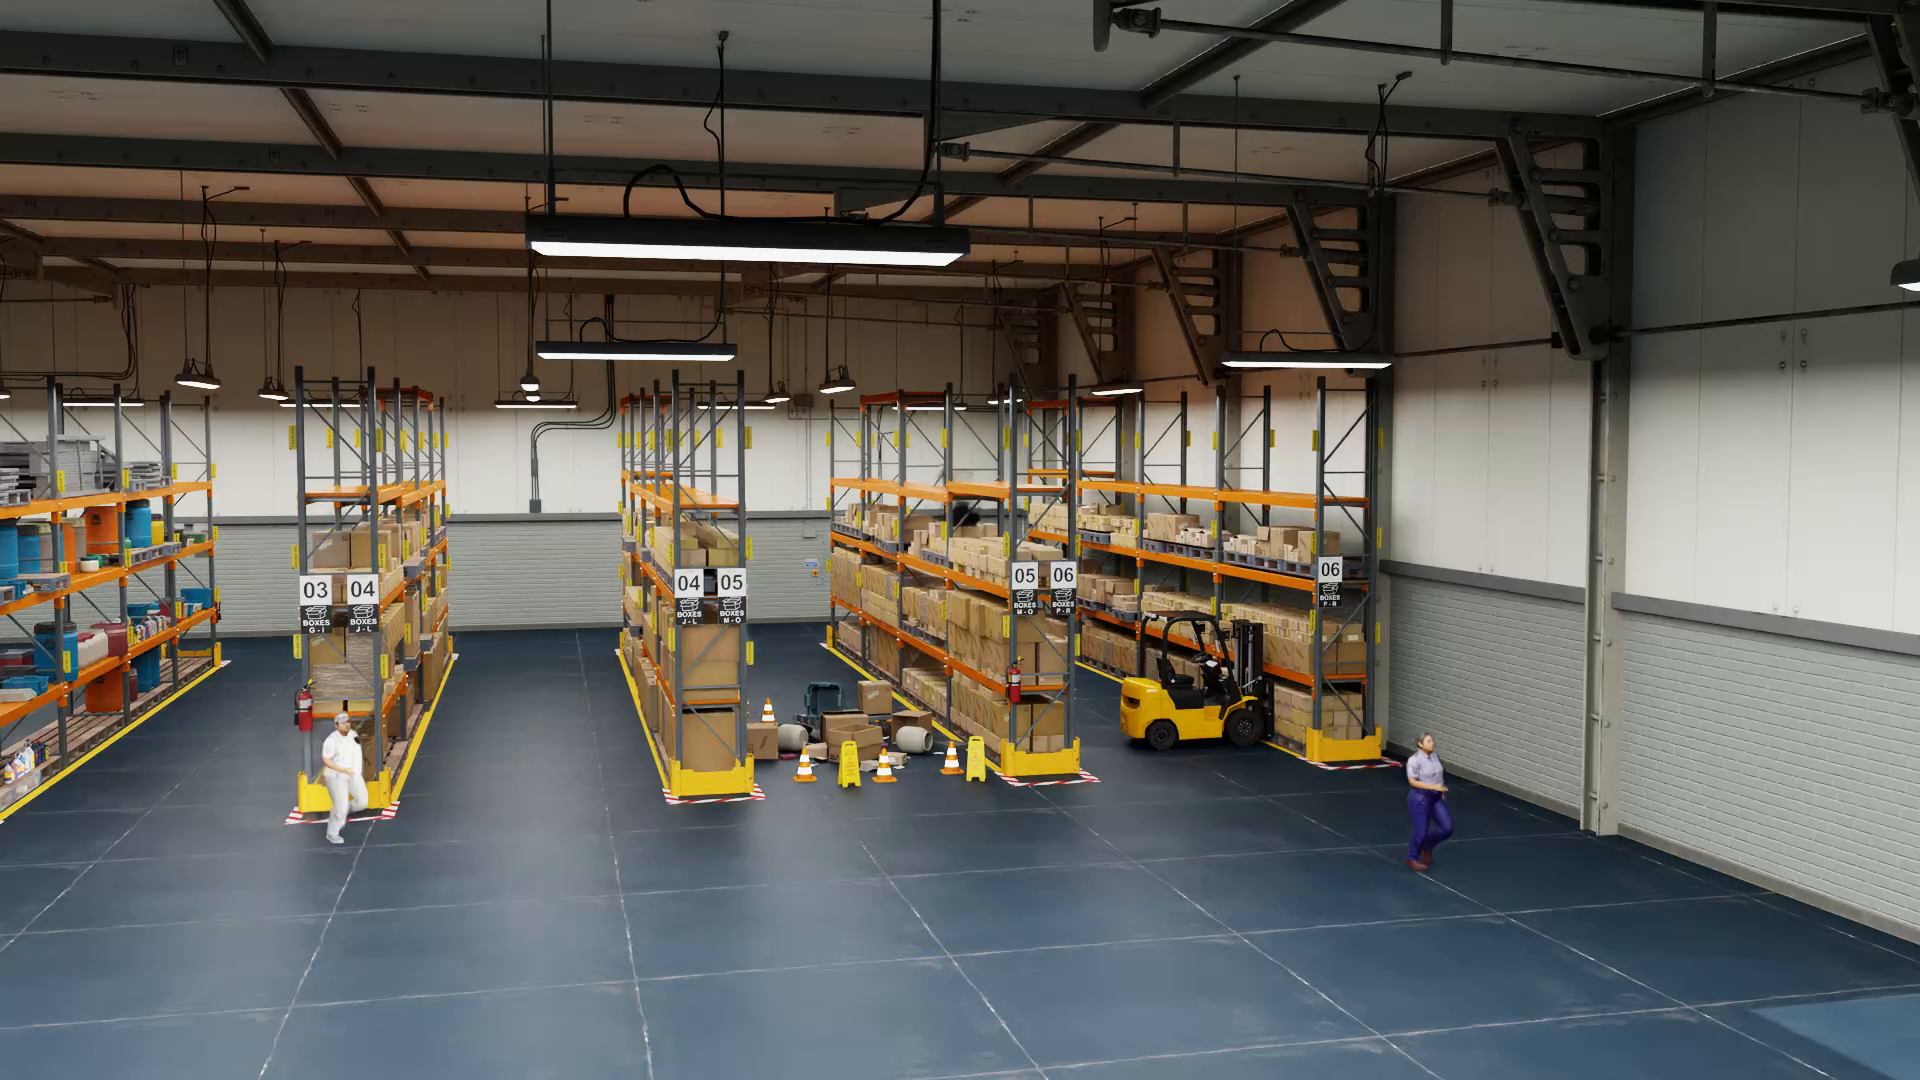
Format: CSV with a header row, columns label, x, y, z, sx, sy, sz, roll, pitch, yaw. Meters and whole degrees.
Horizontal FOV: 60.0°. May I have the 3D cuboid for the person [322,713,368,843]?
label,x,y,z,sx,sy,sz,roll,pitch,yaw
person,-7.651,2.961,20.757,0.607,1.630,0.637,2,4,34

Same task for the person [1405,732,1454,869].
label,x,y,z,sx,sy,sz,roll,pitch,yaw
person,5.454,3.043,19.320,0.590,1.598,0.593,-2,4,-32
